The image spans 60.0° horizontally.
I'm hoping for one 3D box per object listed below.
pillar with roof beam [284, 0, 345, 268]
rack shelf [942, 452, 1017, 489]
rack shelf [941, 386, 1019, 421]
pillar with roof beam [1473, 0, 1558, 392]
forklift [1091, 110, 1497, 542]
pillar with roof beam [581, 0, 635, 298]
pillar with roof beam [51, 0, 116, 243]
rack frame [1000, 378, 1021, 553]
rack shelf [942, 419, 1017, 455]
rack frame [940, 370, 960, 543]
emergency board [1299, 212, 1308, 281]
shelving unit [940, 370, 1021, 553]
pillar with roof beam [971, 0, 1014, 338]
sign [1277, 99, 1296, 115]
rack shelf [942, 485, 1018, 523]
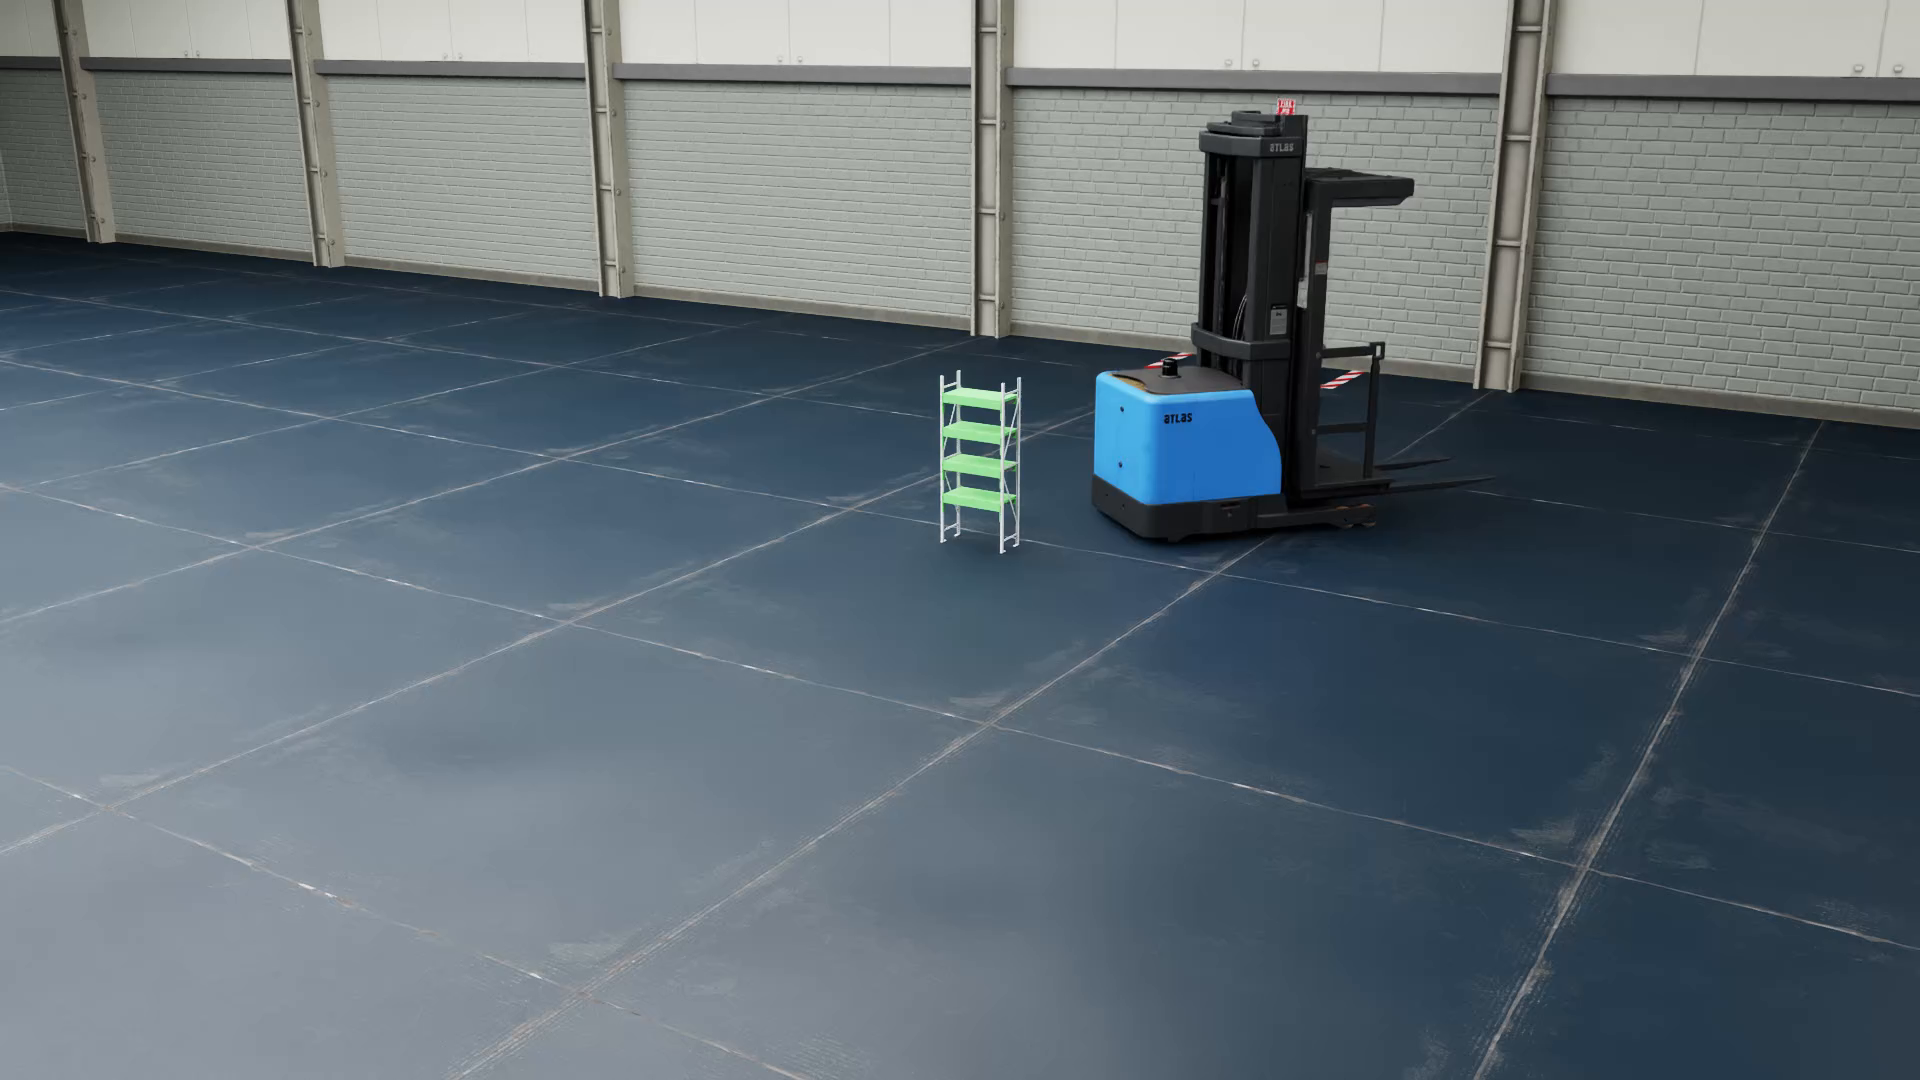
[{"bbox_3d":[-12.106,-7.534,21.200,0.400,9.000,9.100,10,20,30],"label":"pillar with roof beam"},{"bbox_3d":[0.141,-0.488,11.642,0.480,0.148,0.258,10,20,30],"label":"rack shelf"},{"bbox_3d":[0.141,-0.947,11.503,0.480,0.148,0.258,10,20,30],"label":"rack shelf"},{"bbox_3d":[3.232,-4.796,12.186,0.400,9.000,9.100,10,20,30],"label":"pillar with roof beam"},{"bbox_3d":[2.564,-1.621,12.176,3.031,2.935,1.130,-6,18,-18],"label":"forklift"},{"bbox_3d":[-6.993,-6.621,18.195,0.400,9.000,9.100,10,20,30],"label":"pillar with roof beam"},{"bbox_3d":[-17.219,-8.446,24.204,0.400,9.000,9.100,10,20,30],"label":"pillar with roof beam"},{"bbox_3d":[0.349,-0.512,11.502,0.015,1.200,0.240,10,20,30],"label":"rack frame"},{"bbox_3d":[0.141,-0.717,11.573,0.480,0.148,0.258,10,20,30],"label":"rack shelf"},{"bbox_3d":[-0.067,-0.586,11.746,0.015,1.200,0.240,10,20,30],"label":"rack frame"},{"bbox_3d":[3.400,-3.377,17.837,0.643,1.169,0.194,10,20,30],"label":"emergency board"},{"bbox_3d":[0.141,-0.549,11.624,0.503,1.200,0.258,10,20,30],"label":"shelving unit"},{"bbox_3d":[-1.880,-5.708,15.191,0.400,9.000,9.100,10,20,30],"label":"pillar with roof beam"},{"bbox_3d":[3.445,-4.512,17.585,0.199,0.298,0.001,10,20,30],"label":"sign"},{"bbox_3d":[0.141,-0.258,11.712,0.480,0.148,0.258,10,20,30],"label":"rack shelf"}]
